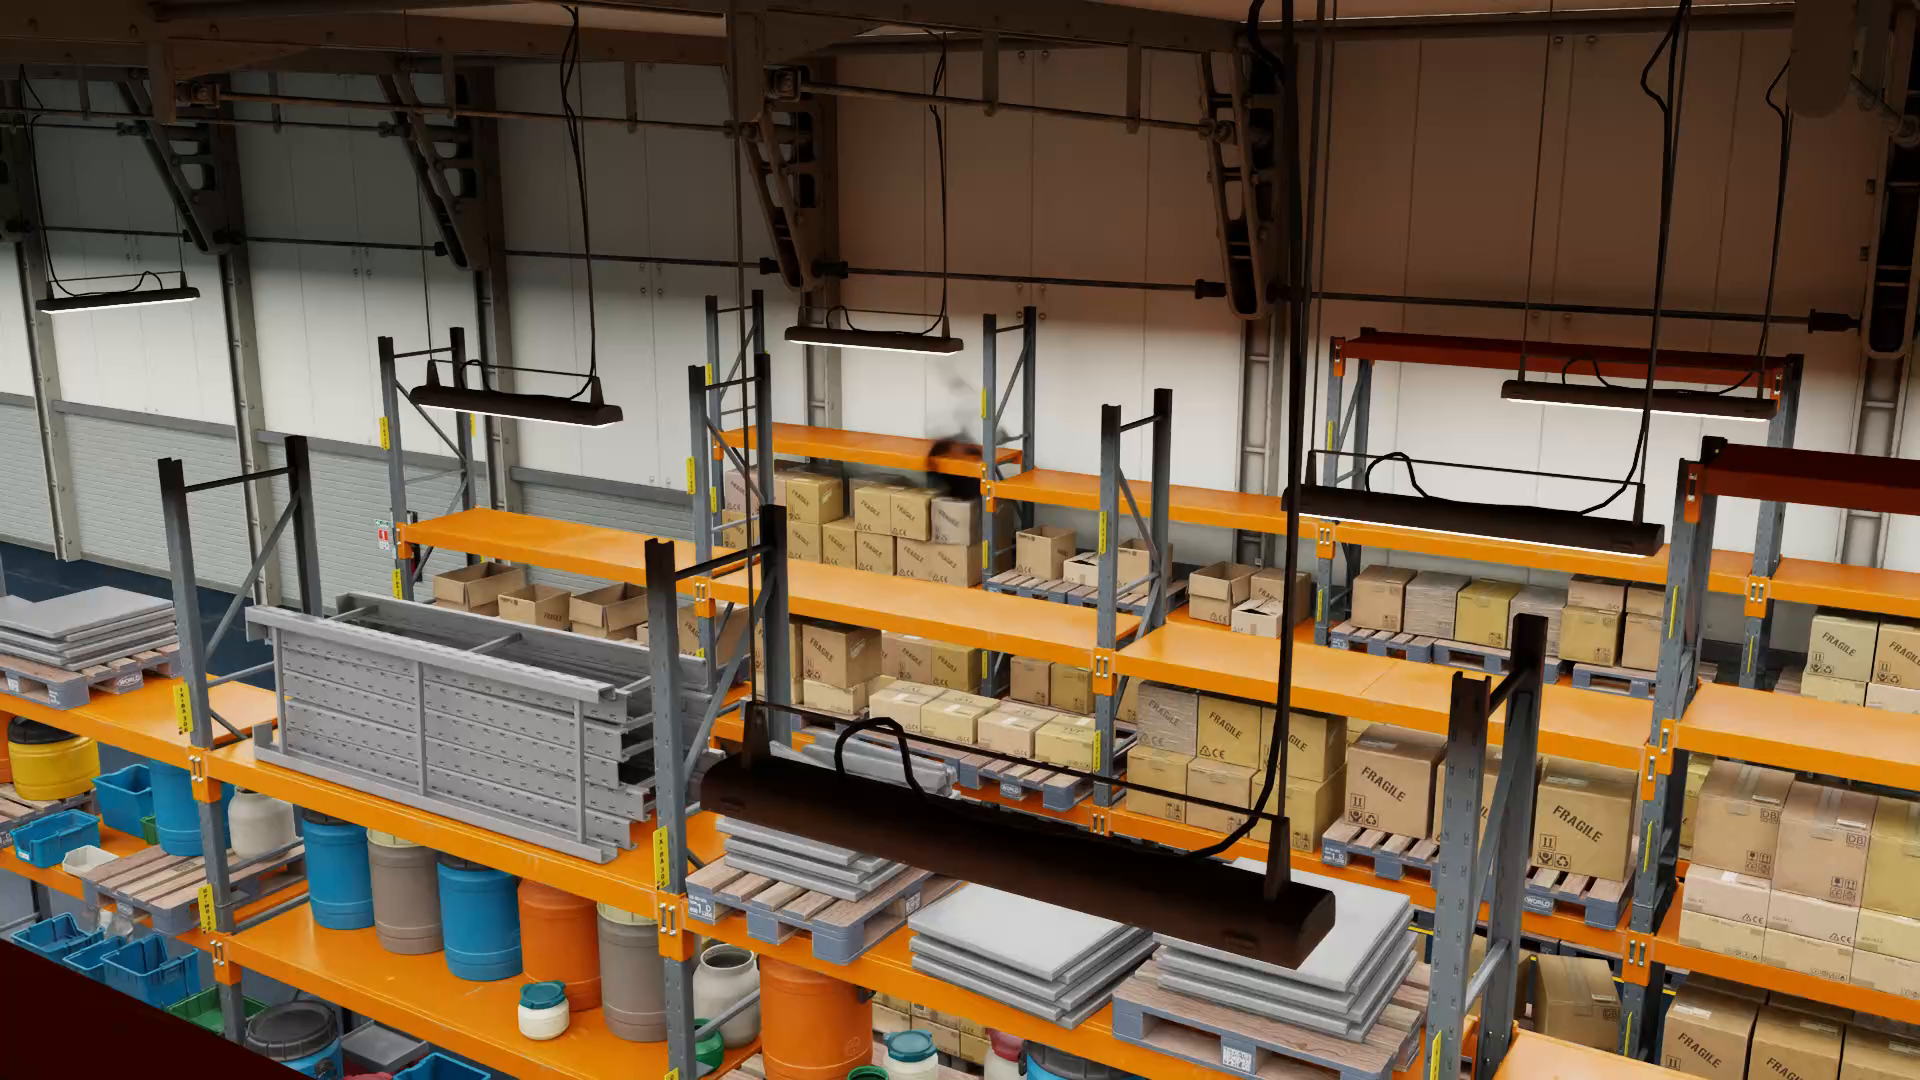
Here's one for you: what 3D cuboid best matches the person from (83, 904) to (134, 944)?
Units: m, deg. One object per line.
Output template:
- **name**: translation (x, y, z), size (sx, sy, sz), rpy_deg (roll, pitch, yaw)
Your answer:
- **person**: translation (-7.755, 3.638, 15.201), size (0.669, 1.609, 0.603), rpy_deg (2, 14, 8)
